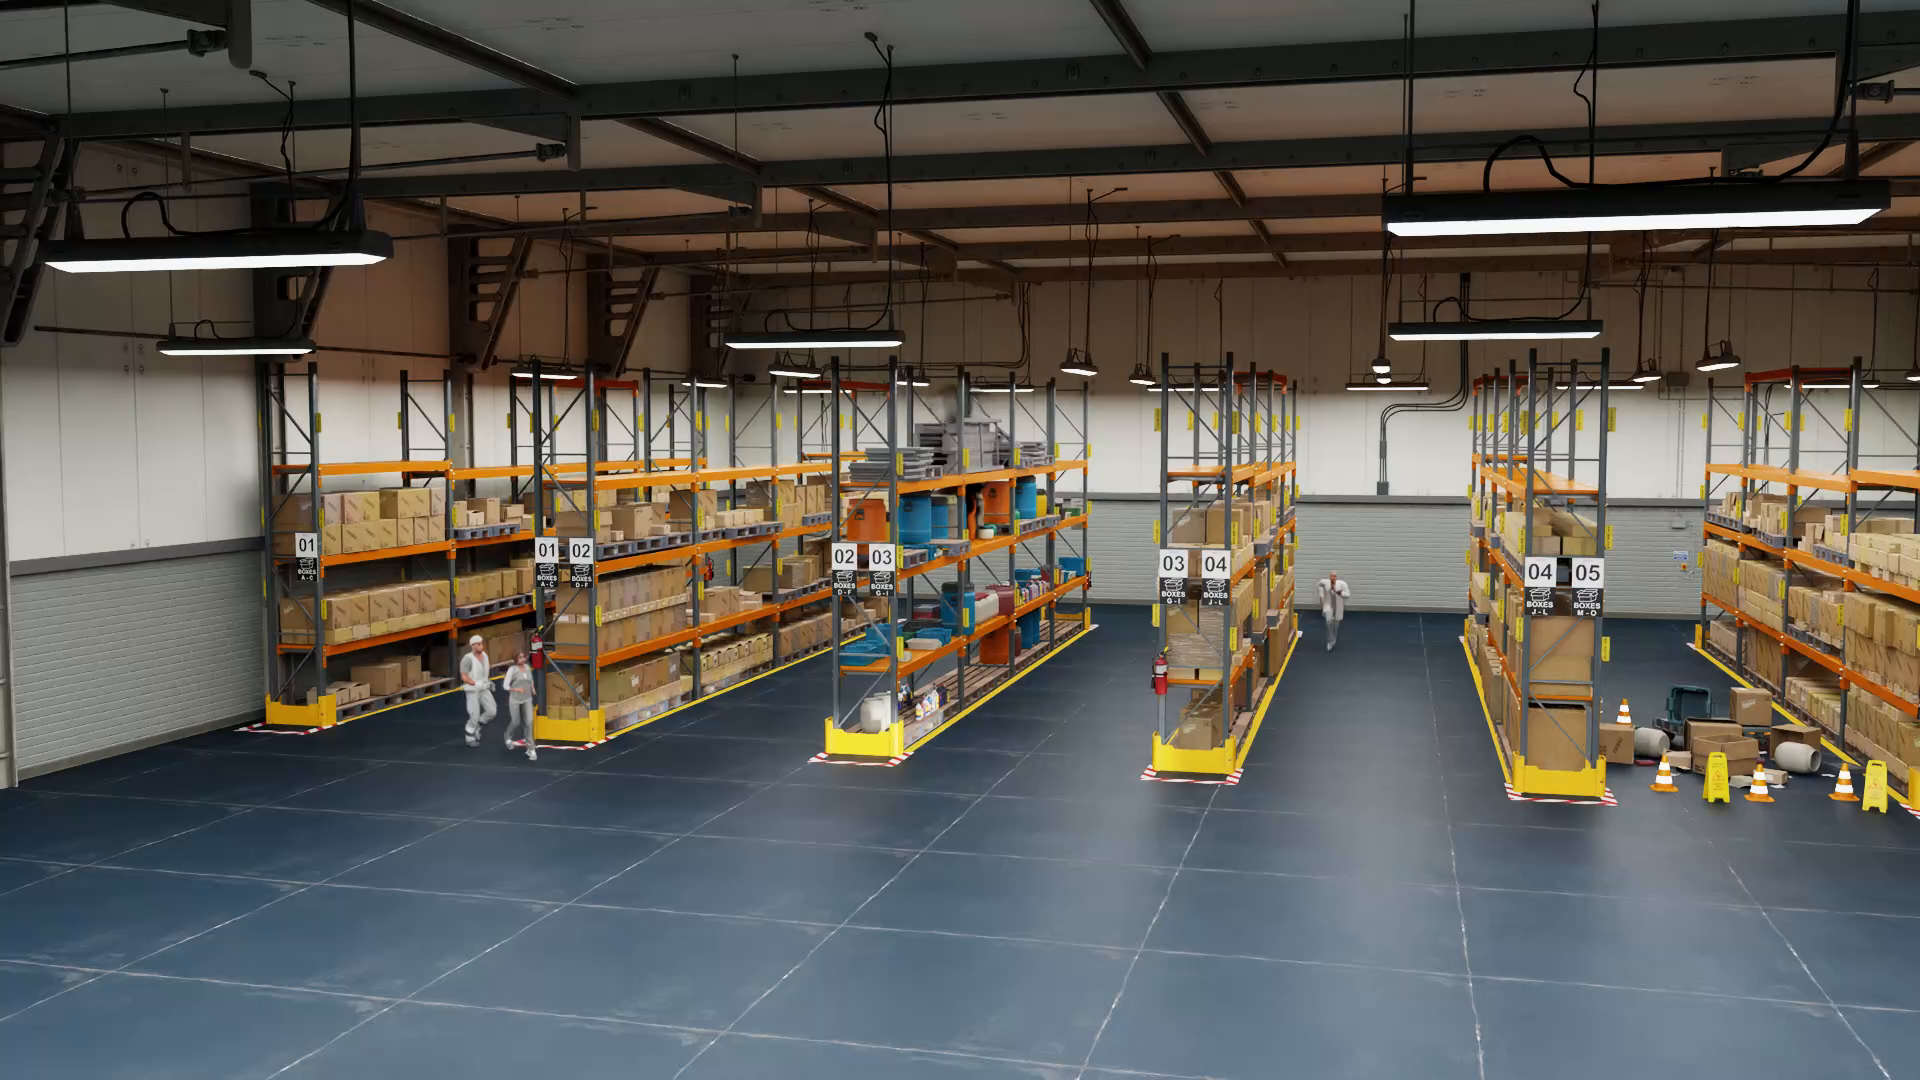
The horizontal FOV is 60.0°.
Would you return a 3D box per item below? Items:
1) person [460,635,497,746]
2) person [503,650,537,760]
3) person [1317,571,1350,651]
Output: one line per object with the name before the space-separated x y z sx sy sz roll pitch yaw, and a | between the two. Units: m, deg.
person | -7.391 2.325 25.636 0.642 1.735 0.661 3 5 33
person | -6.593 2.445 24.911 0.557 1.619 0.852 -4 5 -41
person | 8.270 1.637 36.867 0.695 1.594 1.020 1 4 9
